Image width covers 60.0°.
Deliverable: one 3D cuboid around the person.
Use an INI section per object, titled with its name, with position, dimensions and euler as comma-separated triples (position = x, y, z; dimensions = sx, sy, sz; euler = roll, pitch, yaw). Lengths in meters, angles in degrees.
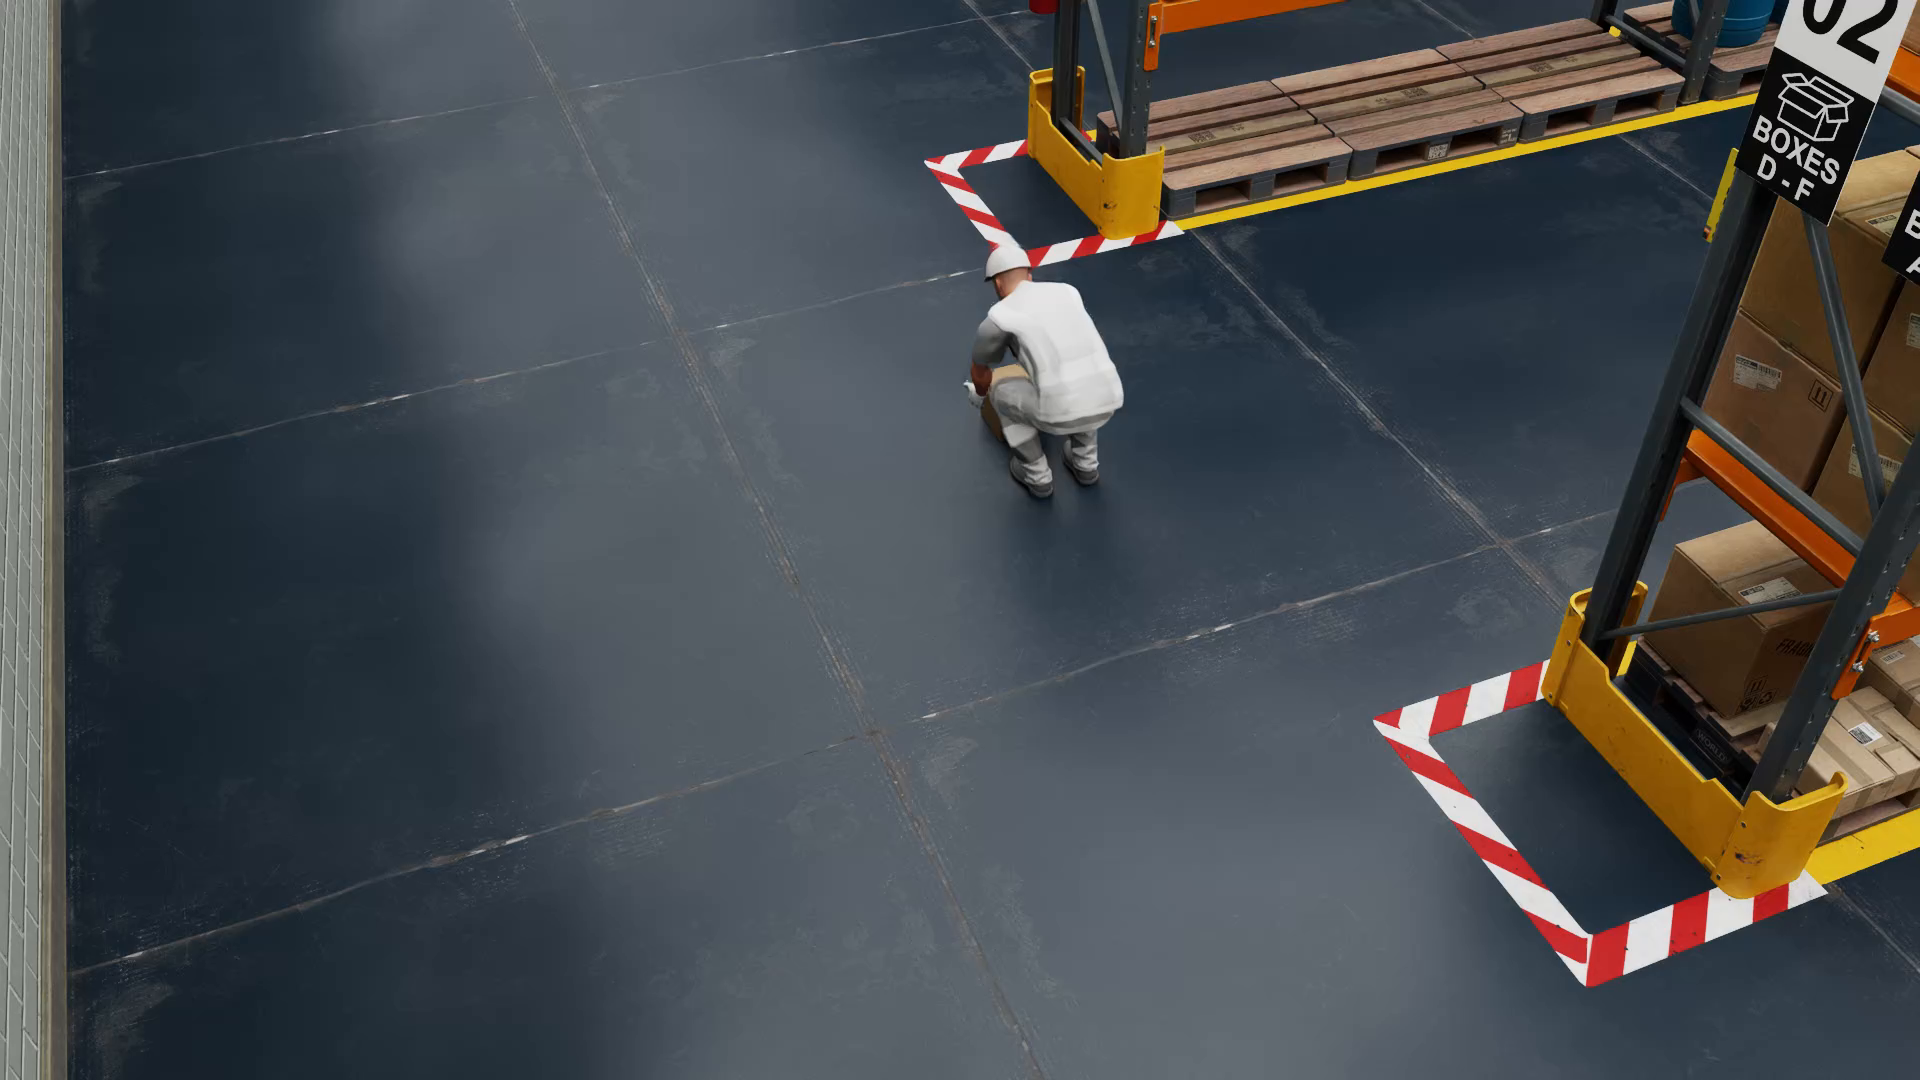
[person]
position = 0.375, -0.743, 7.571
dimensions = 0.577, 1.017, 0.874
euler = -15, 44, -17
